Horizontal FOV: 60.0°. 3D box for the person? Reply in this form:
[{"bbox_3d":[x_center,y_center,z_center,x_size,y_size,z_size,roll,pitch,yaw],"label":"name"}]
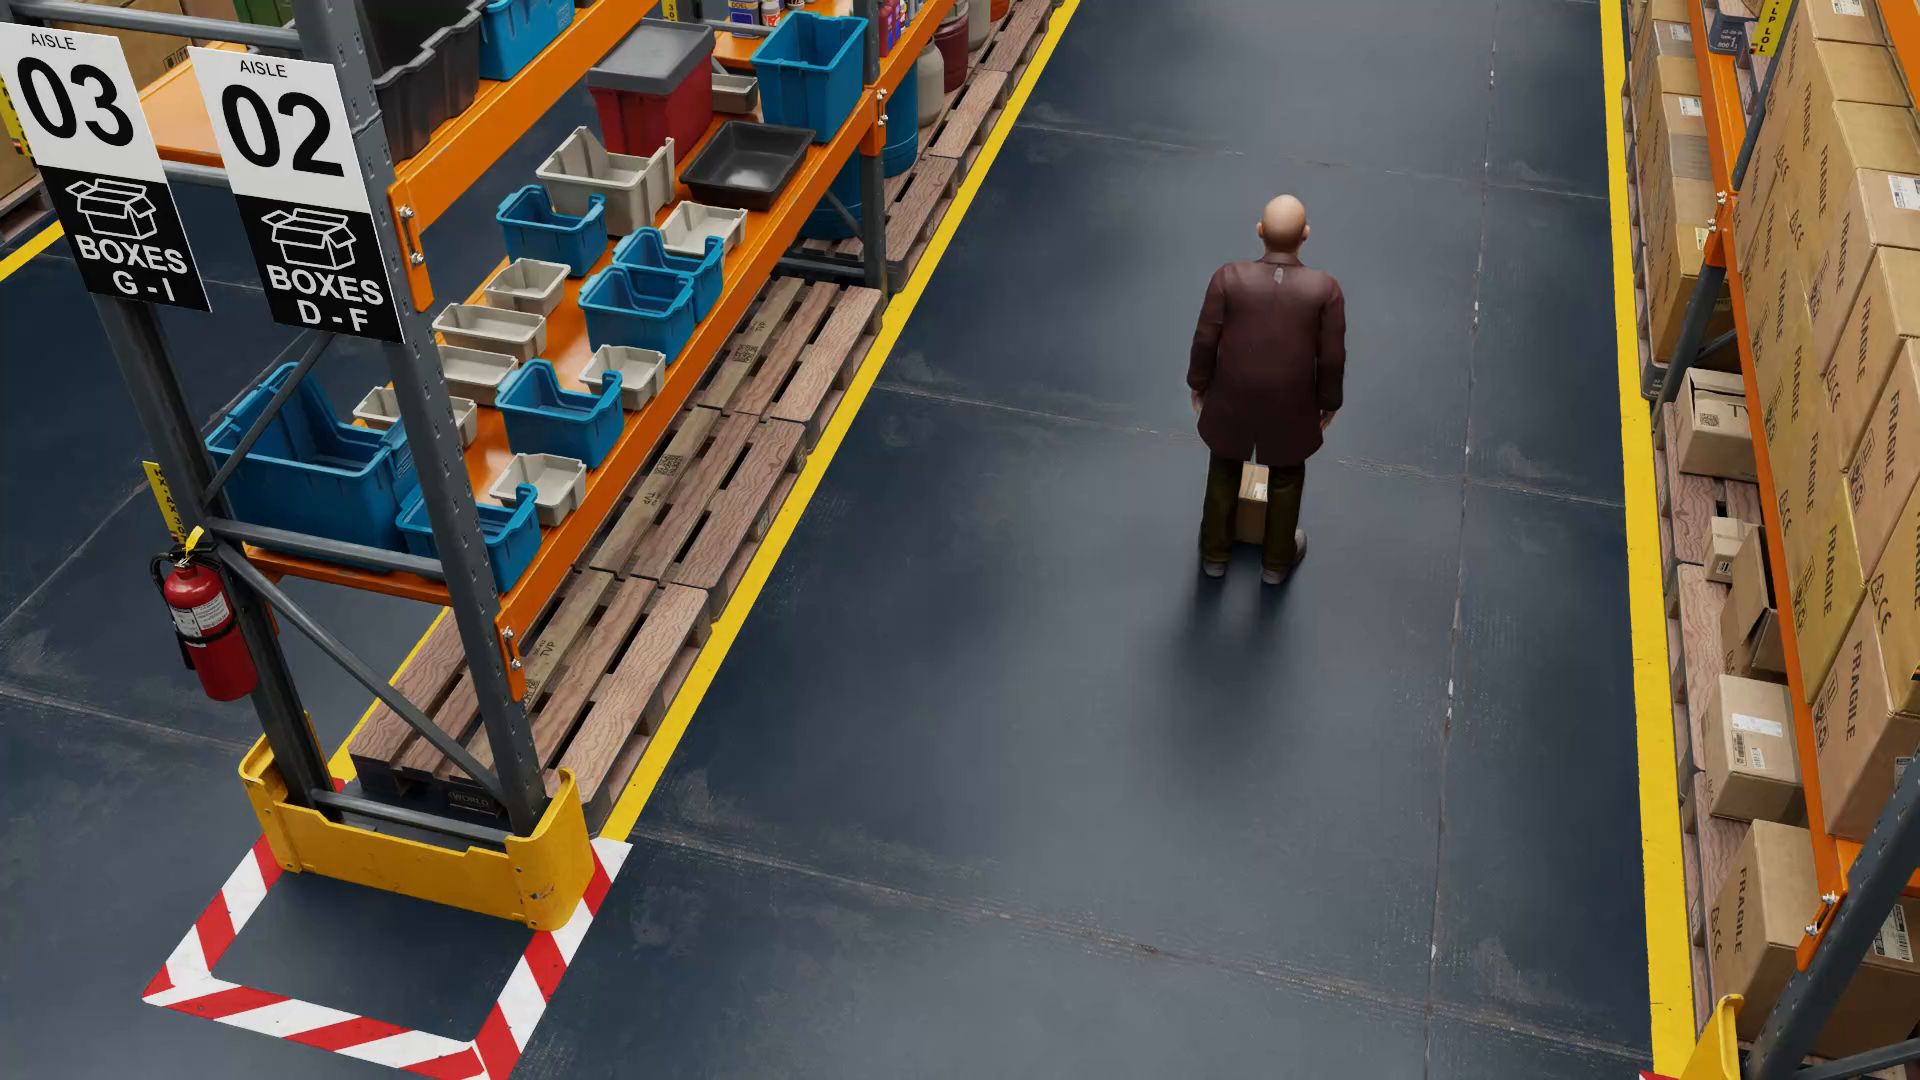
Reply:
[{"bbox_3d":[1.251,-0.592,6.862,0.644,1.774,0.424,10,42,12],"label":"person"}]
